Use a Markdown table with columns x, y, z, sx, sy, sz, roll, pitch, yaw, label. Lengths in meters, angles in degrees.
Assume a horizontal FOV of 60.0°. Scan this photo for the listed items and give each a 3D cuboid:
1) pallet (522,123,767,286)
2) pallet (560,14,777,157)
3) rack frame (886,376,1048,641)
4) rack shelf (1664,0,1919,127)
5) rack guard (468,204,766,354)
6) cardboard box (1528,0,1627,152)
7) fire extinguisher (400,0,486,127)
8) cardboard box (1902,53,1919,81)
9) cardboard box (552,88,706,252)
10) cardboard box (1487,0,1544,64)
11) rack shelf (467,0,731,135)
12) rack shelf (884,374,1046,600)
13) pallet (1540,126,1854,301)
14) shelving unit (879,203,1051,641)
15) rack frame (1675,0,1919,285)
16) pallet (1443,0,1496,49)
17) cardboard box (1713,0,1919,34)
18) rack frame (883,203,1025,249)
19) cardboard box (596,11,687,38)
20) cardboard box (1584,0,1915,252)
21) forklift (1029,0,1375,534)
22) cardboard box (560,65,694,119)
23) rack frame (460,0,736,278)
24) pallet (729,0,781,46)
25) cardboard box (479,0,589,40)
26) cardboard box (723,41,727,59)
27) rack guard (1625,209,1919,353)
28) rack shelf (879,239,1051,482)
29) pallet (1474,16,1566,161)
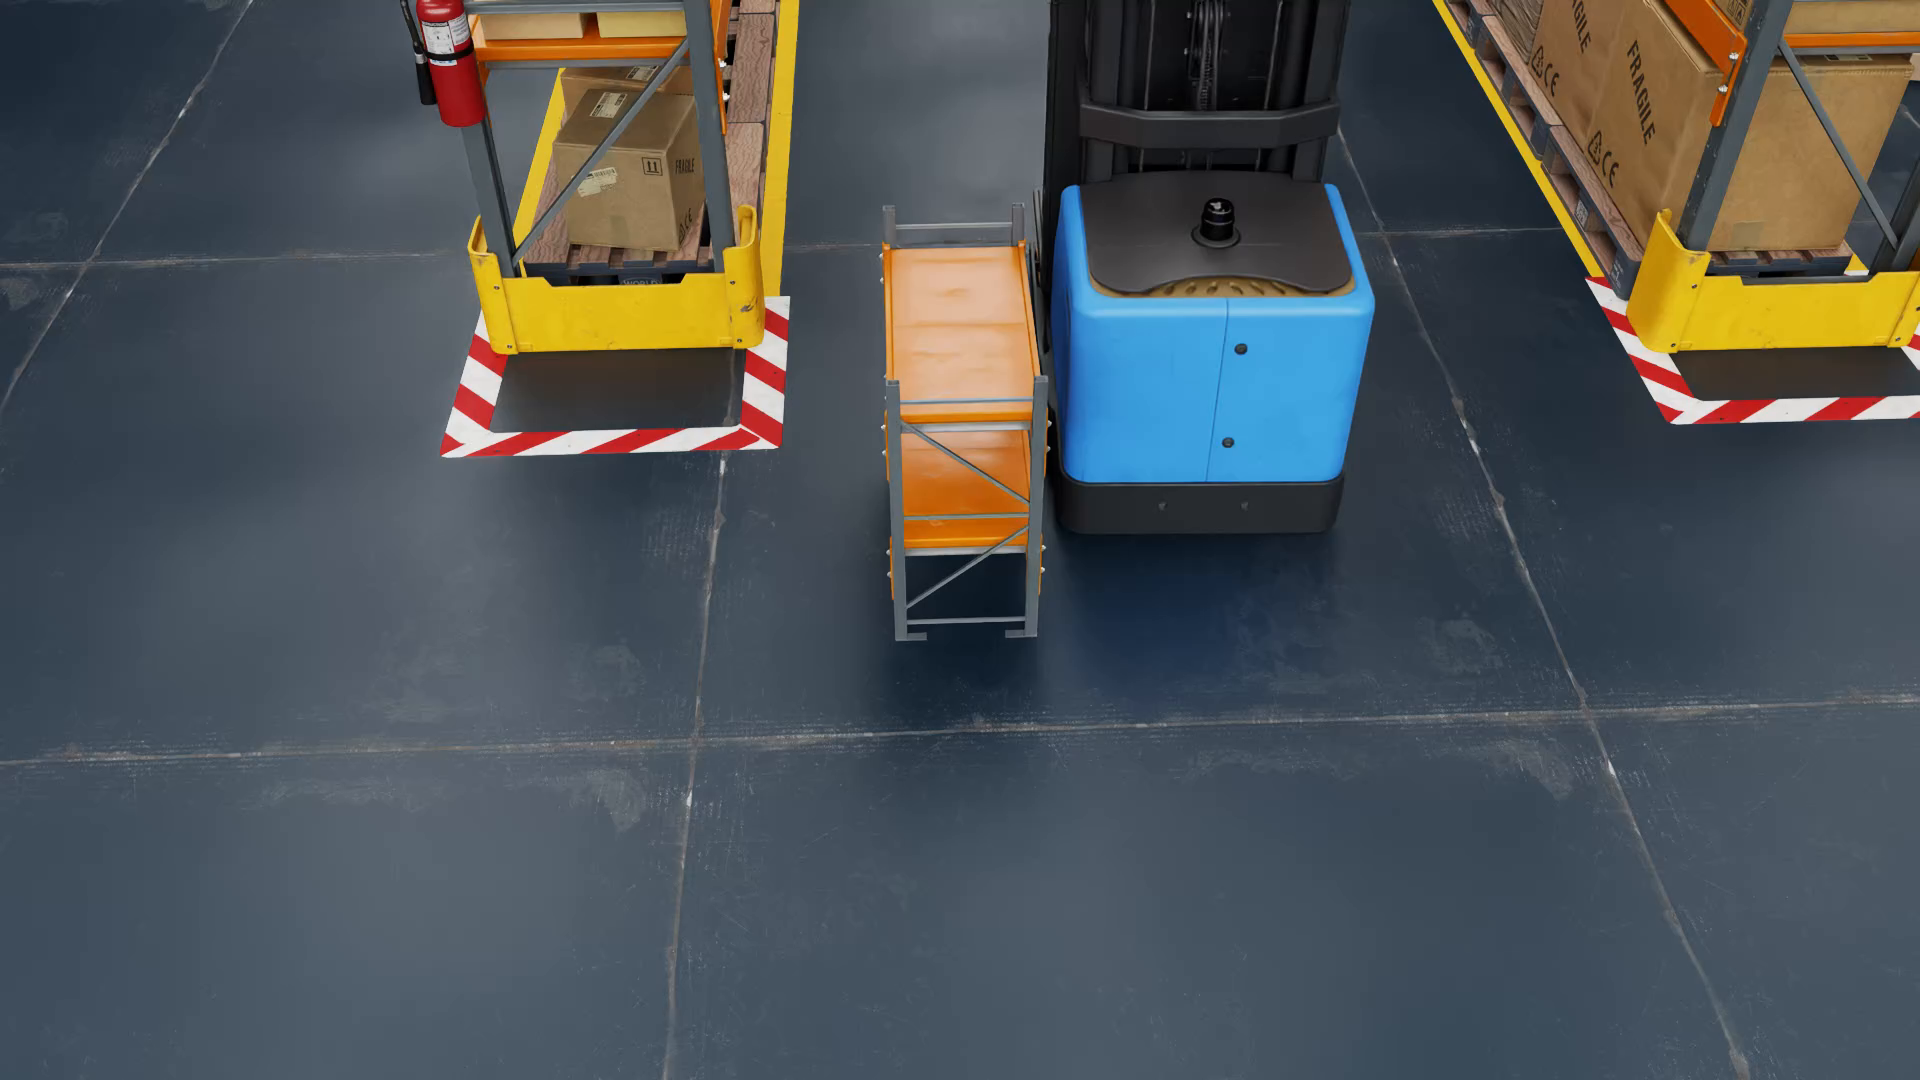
| x | y | z | sx | sy | sz | roll | pitch | yaw | label |
| --- | --- | --- | --- | --- | --- | --- | --- | --- | --- |
| -1.440 | -1.554 | 7.789 | 1.003 | 0.211 | 1.213 | -2 | 43 | -2 | pallet |
| -1.488 | -2.375 | 8.685 | 1.003 | 0.211 | 1.213 | -2 | 43 | -2 | pallet |
| 0.021 | -0.076 | 5.500 | 0.500 | 1.125 | 0.032 | -2 | 43 | -2 | rack frame |
| 3.438 | -3.140 | 7.988 | 1.077 | 0.370 | 4.000 | -2 | 43 | -2 | rack shelf |
| -1.440 | -1.111 | 7.092 | 1.175 | 0.500 | 0.348 | -2 | 43 | -2 | rack guard |
| 3.388 | -2.476 | 7.993 | 0.875 | 0.875 | 0.875 | -2 | 43 | -2 | cardboard box |
| -1.893 | -1.862 | 6.118 | 0.296 | 0.674 | 0.183 | -2 | 43 | -2 | fire extinguisher |
| 5.266 | -2.640 | 8.933 | 0.396 | 0.266 | 0.258 | 5 | 43 | 6 | cardboard box |
| -1.447 | -1.636 | 7.354 | 0.500 | 0.500 | 0.500 | 6 | 43 | 6 | cardboard box |
| 3.352 | -3.092 | 8.665 | 0.875 | 0.875 | 0.875 | -1 | 43 | -1 | cardboard box |
| -1.522 | -3.066 | 7.907 | 1.077 | 0.370 | 4.000 | -2 | 43 | -2 | rack shelf |
| 0.000 | -0.239 | 6.040 | 0.538 | 0.278 | 1.000 | -2 | 43 | -2 | rack shelf |
| 3.410 | -1.564 | 7.801 | 1.003 | 0.211 | 1.213 | -2 | 43 | -2 | pallet |
| 0.000 | -0.419 | 5.875 | 0.538 | 1.125 | 1.048 | -2 | 43 | -2 | shelving unit |
| 3.523 | -2.055 | 6.272 | 1.000 | 3.000 | 0.127 | -2 | 43 | -2 | rack frame |
| 3.307 | -3.212 | 9.598 | 1.003 | 0.211 | 1.213 | -2 | 43 | -2 | pallet |
| 3.462 | -2.359 | 6.493 | 0.875 | 0.550 | 0.550 | -2 | 43 | -2 | cardboard box |
| -0.022 | -0.762 | 6.249 | 0.500 | 1.125 | 0.032 | -2 | 43 | -2 | rack frame |
| -1.211 | -2.087 | 6.493 | 0.380 | 0.149 | 0.250 | -2 | 43 | -2 | cardboard box |
| 3.428 | -1.882 | 7.345 | 0.875 | 0.875 | 0.875 | -1 | 43 | -2 | cardboard box |
| 0.877 | -2.074 | 6.344 | 1.130 | 2.935 | 3.031 | 0 | 43 | 0 | forklift |
| -1.507 | -2.039 | 7.793 | 0.500 | 0.500 | 0.500 | 9 | 43 | 9 | cardboard box |
| -1.437 | -1.981 | 6.191 | 1.000 | 3.000 | 0.127 | -2 | 43 | -2 | rack frame |
| -1.543 | -3.201 | 9.586 | 1.003 | 0.211 | 1.213 | -2 | 43 | -2 | pallet |
| -1.656 | -2.075 | 6.479 | 0.380 | 0.149 | 0.250 | -2 | 43 | -2 | cardboard box |
| -1.493 | -2.840 | 8.668 | 0.500 | 0.500 | 0.500 | -5 | 43 | -6 | cardboard box |
| 3.524 | -1.117 | 7.099 | 1.175 | 0.500 | 0.348 | -2 | 43 | -2 | rack guard |
| 0.000 | -0.635 | 5.677 | 0.538 | 0.278 | 1.000 | -2 | 43 | -2 | rack shelf |
| 3.362 | -2.386 | 8.697 | 1.003 | 0.211 | 1.213 | -2 | 43 | -2 | pallet |
